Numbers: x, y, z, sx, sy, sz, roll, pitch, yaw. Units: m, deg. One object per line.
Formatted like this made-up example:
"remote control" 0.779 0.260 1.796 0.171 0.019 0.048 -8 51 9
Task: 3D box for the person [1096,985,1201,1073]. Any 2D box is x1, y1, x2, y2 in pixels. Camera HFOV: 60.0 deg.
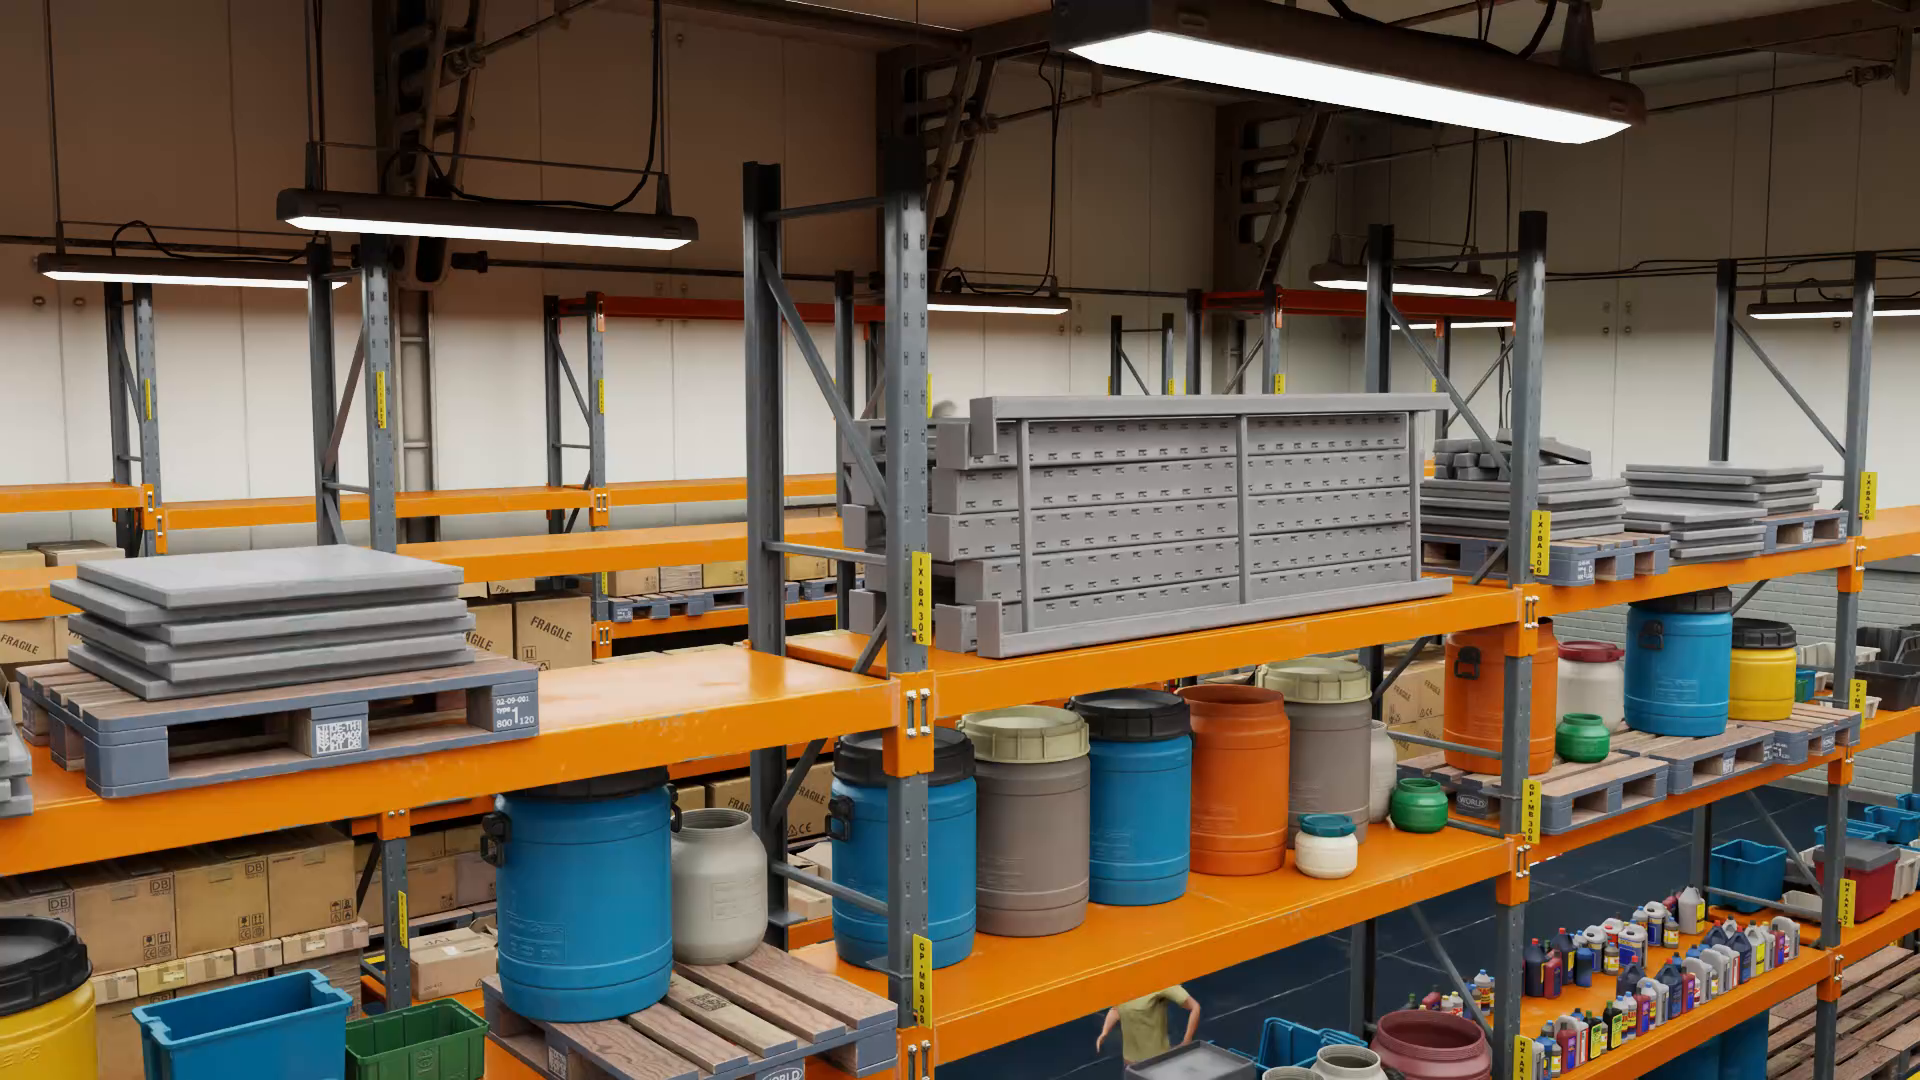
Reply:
"person" 1.180 3.337 10.642 0.667 1.627 0.599 -4 7 -35
